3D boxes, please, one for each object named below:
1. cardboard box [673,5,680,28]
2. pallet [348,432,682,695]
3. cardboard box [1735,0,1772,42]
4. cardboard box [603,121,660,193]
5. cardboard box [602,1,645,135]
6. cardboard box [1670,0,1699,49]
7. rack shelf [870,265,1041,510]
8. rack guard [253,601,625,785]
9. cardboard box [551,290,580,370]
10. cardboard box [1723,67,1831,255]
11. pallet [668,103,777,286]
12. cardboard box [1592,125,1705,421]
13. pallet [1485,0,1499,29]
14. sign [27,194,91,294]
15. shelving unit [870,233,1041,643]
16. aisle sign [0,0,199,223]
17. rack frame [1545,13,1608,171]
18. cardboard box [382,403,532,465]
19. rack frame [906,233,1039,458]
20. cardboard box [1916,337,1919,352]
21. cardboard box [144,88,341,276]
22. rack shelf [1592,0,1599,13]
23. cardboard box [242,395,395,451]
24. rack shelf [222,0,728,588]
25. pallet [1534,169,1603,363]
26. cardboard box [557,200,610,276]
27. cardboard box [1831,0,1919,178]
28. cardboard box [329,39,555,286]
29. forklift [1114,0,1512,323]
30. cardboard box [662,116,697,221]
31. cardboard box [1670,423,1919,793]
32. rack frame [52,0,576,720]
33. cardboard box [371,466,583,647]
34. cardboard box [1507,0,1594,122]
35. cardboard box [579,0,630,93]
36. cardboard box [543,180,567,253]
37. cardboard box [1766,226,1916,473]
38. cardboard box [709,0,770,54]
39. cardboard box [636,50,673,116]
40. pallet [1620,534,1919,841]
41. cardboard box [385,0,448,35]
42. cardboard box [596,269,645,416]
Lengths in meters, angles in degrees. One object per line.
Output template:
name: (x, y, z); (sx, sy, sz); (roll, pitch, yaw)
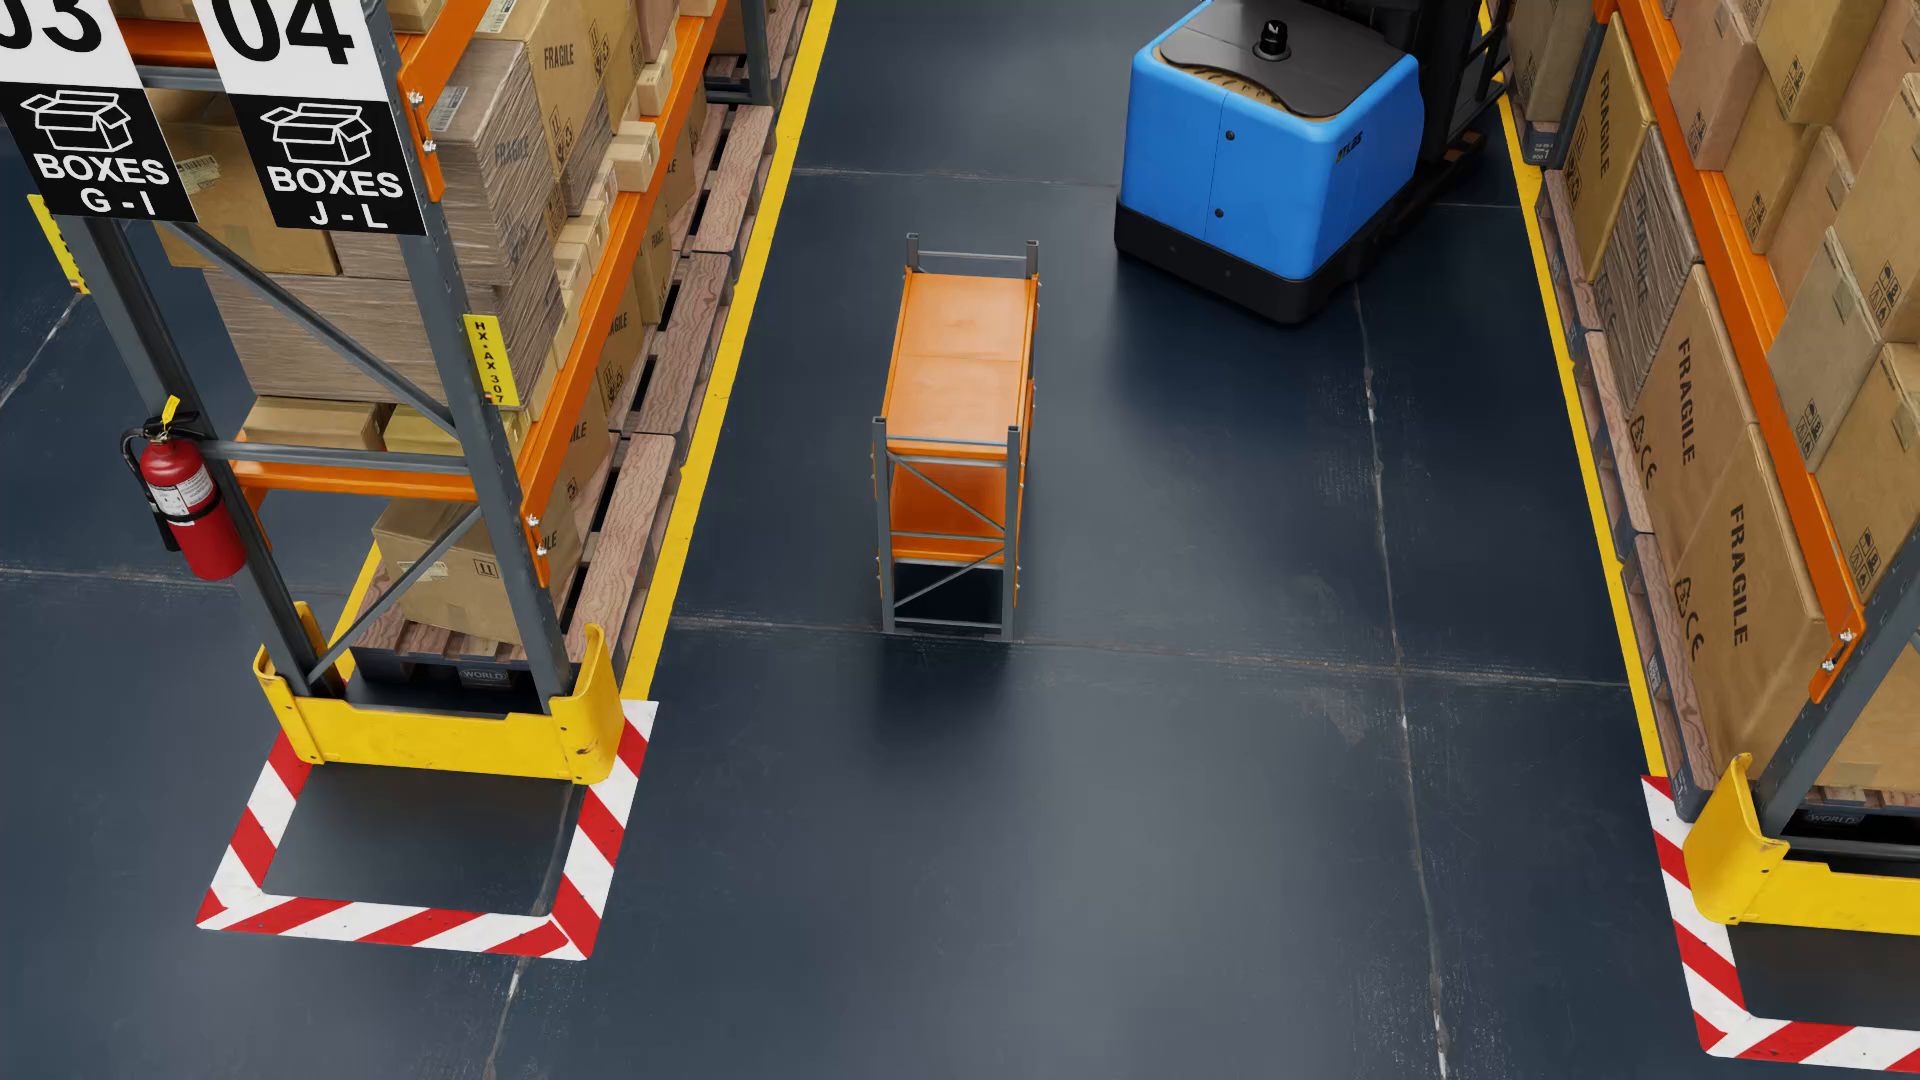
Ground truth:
cardboard box: (-1.384, -2.188, 6.915); (0.380, 0.149, 0.250); (4, 48, 4)
pallet: (-1.725, 0.051, 6.586); (1.003, 0.211, 1.213); (4, 48, 4)
cardboard box: (3.266, -2.118, 5.847); (0.875, 0.550, 0.550); (4, 48, 4)
cardboard box: (-1.344, -1.444, 6.234); (0.380, 0.149, 0.250); (4, 48, 4)
cardboard box: (-1.691, -1.883, 6.196); (0.875, 0.500, 0.500); (4, 48, 4)
cardboard box: (3.405, -2.144, 6.603); (0.875, 0.550, 0.550); (4, 48, 4)
rack shelf: (0.001, -0.582, 6.149); (0.538, 0.278, 1.000); (4, 48, 4)
rack guard: (-1.834, 0.548, 5.936); (1.175, 0.500, 0.348); (4, 48, 4)
cardboard box: (-1.498, -0.714, 5.566); (0.380, 0.149, 0.250); (4, 48, 4)
cardboard box: (3.290, -1.359, 5.885); (0.875, 0.550, 0.500); (4, 48, 4)
pallet: (-1.502, -1.742, 8.226); (1.003, 0.211, 1.213); (4, 48, 4)
cardboard box: (3.249, -1.076, 6.883); (0.875, 0.875, 0.875); (4, 48, 4)
pallet: (3.558, -3.301, 9.652); (1.003, 0.211, 1.213); (4, 48, 4)
sign: (-2.392, -0.789, 4.466); (0.100, 0.325, 0.005); (4, 48, 4)
shelving unit: (0.001, -0.385, 6.365); (0.538, 1.125, 1.048); (4, 48, 4)
aisle sign: (-2.145, -1.092, 3.980); (0.394, 0.787, 0.004); (4, 48, 4)
rack frame: (3.454, -2.771, 7.278); (1.000, 3.000, 0.127); (4, 48, 4)
cardboard box: (-1.577, -0.349, 5.232); (0.380, 0.149, 0.250); (4, 48, 4)
rack frame: (0.047, -0.758, 6.707); (0.500, 1.125, 0.032); (4, 48, 4)
cardboard box: (3.162, -0.517, 4.383); (0.875, 0.550, 0.550); (4, 48, 4)
cardboard box: (-2.037, -1.132, 4.832); (0.500, 0.500, 0.500); (4, 48, 4)
rack shelf: (3.636, -3.998, 8.888); (1.077, 0.370, 4.000); (4, 48, 4)
cardboard box: (-2.020, -0.378, 5.260); (0.380, 0.149, 0.250); (4, 48, 4)
rack shelf: (-1.658, -1.467, 6.572); (1.077, 0.370, 4.000); (4, 48, 4)
pallet: (3.307, -1.277, 7.801); (1.003, 0.211, 1.213); (4, 48, 4)
cardboard box: (-1.466, -1.082, 5.903); (0.380, 0.149, 0.250); (4, 48, 4)
cardboard box: (3.306, -1.330, 5.126); (0.875, 0.550, 0.550); (4, 48, 4)
cardboard box: (-1.519, -1.097, 4.800); (0.500, 0.500, 0.500); (4, 48, 4)
forklift: (2.044, -3.014, 7.547); (1.130, 2.935, 3.031); (30, 54, 25)
cardboard box: (-1.597, -1.765, 7.767); (0.500, 0.500, 0.500); (18, 50, 16)
cardboard box: (3.085, 0.241, 5.678); (0.875, 0.875, 0.875); (4, 48, 4)
rack frame: (-1.841, -0.240, 4.963); (1.000, 3.000, 0.127); (4, 48, 4)
cardboard box: (-1.767, 0.004, 6.149); (0.500, 0.500, 0.500); (12, 49, 11)
cardboard box: (3.421, -2.616, 8.376); (1.050, 0.750, 0.750); (4, 48, 3)
cardboard box: (-1.422, -1.832, 5.472); (0.500, 0.500, 0.500); (4, 48, 4)
cardboard box: (-1.837, -1.152, 5.527); (0.875, 0.500, 0.500); (4, 48, 4)
cardboard box: (3.107, -0.564, 5.157); (0.875, 0.550, 0.550); (4, 48, 4)
cardboard box: (-1.399, -2.934, 8.822); (0.700, 0.500, 0.500); (1, 48, 1)
cardboard box: (-1.354, -1.815, 6.574); (0.380, 0.149, 0.250); (4, 48, 4)
pallet: (3.084, 0.516, 6.161); (1.003, 0.211, 1.213); (4, 48, 4)
cardboard box: (-1.539, -1.538, 4.219); (0.500, 0.250, 0.500); (5, 48, 5)
cardboard box: (-1.671, -0.896, 6.972); (0.500, 0.500, 0.500); (8, 48, 7)
